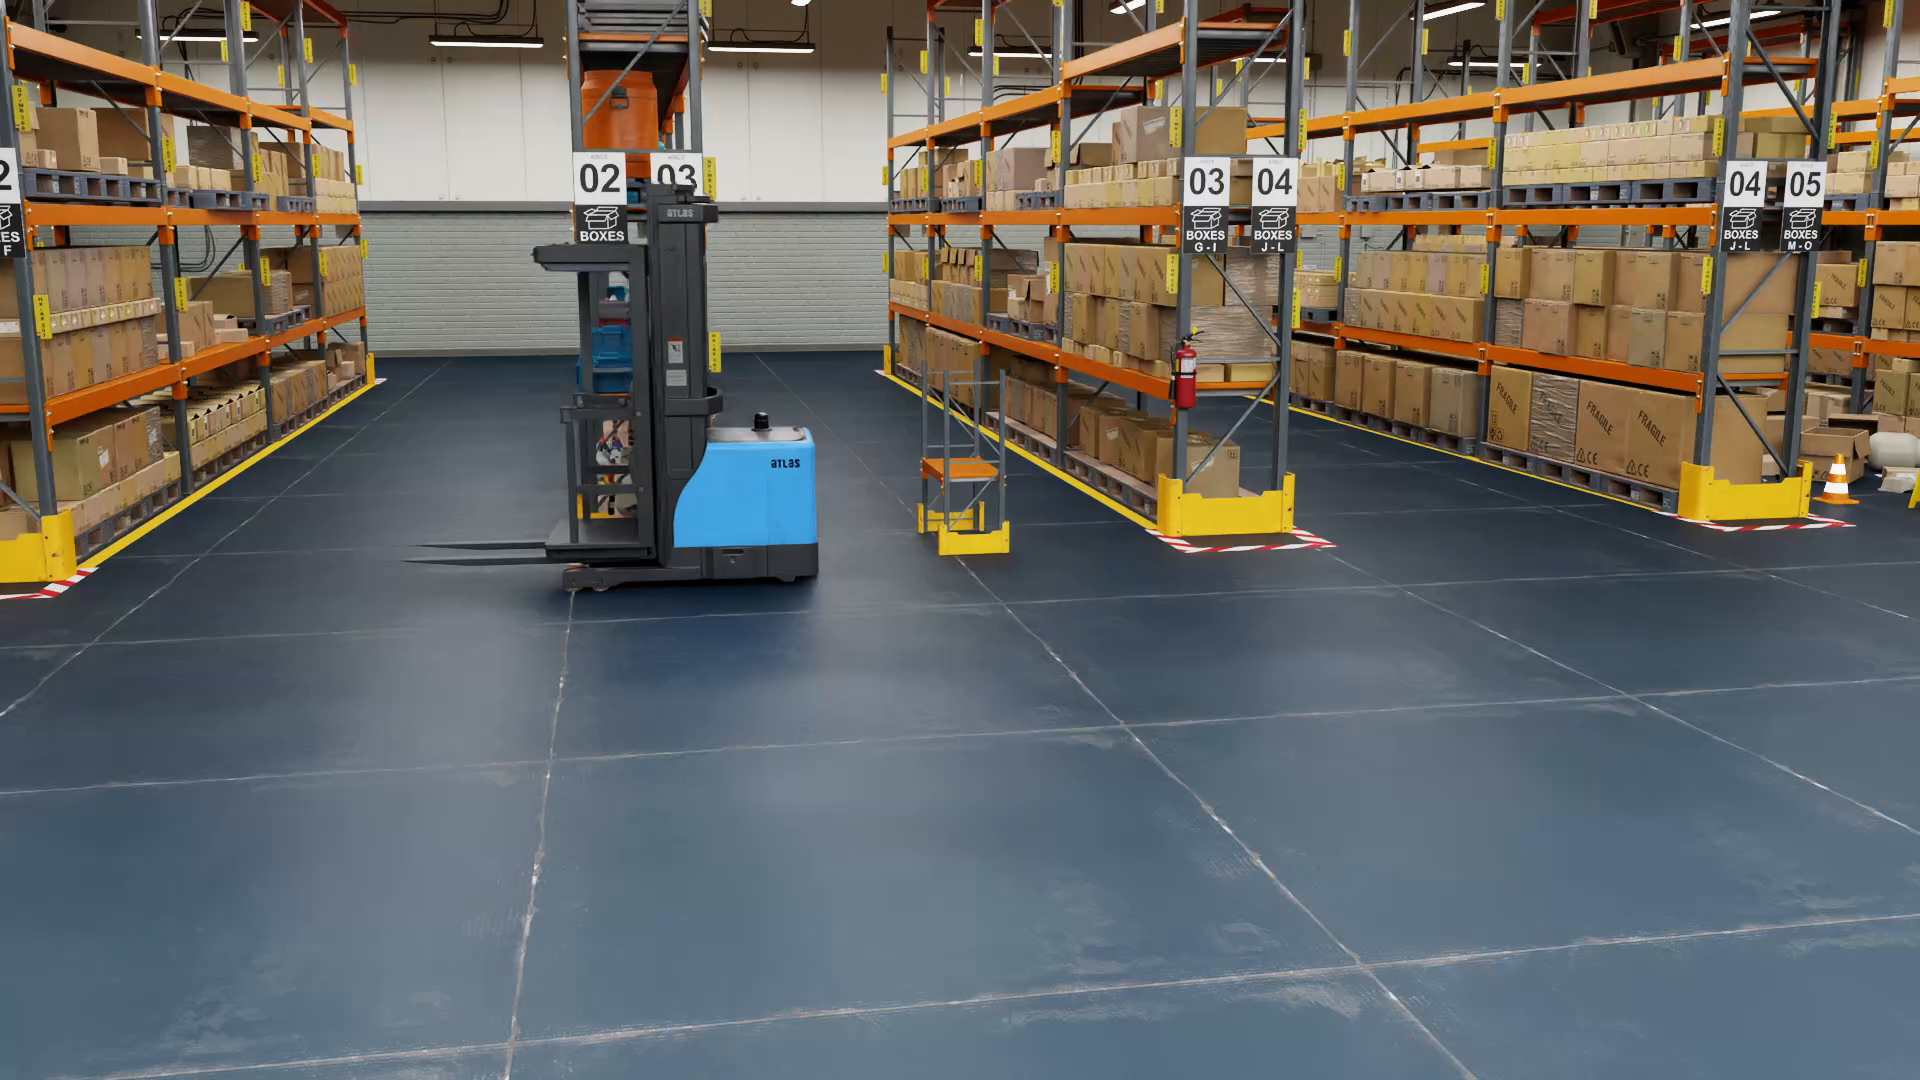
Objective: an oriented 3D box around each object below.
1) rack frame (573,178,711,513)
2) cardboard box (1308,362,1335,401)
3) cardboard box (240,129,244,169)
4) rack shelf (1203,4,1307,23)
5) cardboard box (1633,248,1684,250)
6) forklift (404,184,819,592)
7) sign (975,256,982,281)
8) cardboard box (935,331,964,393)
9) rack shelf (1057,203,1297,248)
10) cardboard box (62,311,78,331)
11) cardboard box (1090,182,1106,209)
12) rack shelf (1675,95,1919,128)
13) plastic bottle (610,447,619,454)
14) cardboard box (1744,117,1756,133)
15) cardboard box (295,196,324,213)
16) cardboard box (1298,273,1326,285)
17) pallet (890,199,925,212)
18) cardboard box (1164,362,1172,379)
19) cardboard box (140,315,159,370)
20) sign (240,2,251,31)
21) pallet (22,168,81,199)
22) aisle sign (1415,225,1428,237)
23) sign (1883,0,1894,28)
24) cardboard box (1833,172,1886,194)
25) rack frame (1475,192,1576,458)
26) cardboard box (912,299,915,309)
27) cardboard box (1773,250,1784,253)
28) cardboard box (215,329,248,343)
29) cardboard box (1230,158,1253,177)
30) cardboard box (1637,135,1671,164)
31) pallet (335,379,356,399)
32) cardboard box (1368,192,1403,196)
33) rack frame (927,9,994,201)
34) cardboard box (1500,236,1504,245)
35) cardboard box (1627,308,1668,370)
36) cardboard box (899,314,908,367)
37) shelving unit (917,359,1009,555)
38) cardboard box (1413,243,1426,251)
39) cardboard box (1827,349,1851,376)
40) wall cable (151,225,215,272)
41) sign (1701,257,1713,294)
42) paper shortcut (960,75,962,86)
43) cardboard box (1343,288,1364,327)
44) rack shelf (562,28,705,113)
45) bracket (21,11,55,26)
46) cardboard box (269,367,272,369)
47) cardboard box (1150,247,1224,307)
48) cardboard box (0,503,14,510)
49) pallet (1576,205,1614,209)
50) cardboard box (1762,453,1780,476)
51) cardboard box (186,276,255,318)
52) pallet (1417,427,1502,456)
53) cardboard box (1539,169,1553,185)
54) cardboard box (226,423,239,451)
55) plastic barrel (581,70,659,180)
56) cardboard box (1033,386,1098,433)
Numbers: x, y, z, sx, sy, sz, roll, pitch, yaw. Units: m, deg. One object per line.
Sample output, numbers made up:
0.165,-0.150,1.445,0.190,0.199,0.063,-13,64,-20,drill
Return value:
-2.517,-1.359,13.312,1.000,3.000,0.127,-2,11,-11,rack frame
5.286,-2.257,23.596,0.500,0.500,0.500,-2,11,-11,cardboard box
-9.111,-4.834,20.608,0.500,0.500,0.500,-2,11,-11,cardboard box
4.503,-8.495,27.795,1.077,0.370,4.000,-2,11,-11,rack shelf
10.149,-3.992,24.206,0.500,0.500,0.500,-2,11,-13,cardboard box
-2.621,-1.165,12.478,3.031,2.935,1.130,-1,11,-7,forklift
0.241,-3.554,21.750,0.100,0.325,0.005,-2,11,-11,sign
0.326,-2.622,24.507,1.225,0.875,0.875,-3,11,-13,cardboard box
1.952,-3.026,15.973,1.077,0.370,4.000,-2,11,-11,rack shelf
-7.390,-1.767,13.457,0.380,0.149,0.250,-2,11,-12,cardboard box
1.593,-3.392,16.374,0.500,0.250,0.500,-3,11,-13,cardboard box
10.895,-5.397,21.477,1.077,0.370,4.000,-2,11,-11,rack shelf
-3.399,-0.783,16.407,0.097,0.271,0.097,0,11,0,plastic bottle
7.426,-3.817,15.353,0.380,0.149,0.250,-2,11,-11,cardboard box
-9.562,-4.878,24.182,0.500,0.250,0.500,-2,11,-11,cardboard box
5.027,-3.710,23.626,0.380,0.149,0.250,-2,11,-9,cardboard box
-0.616,-5.768,28.691,1.003,0.211,1.213,-2,11,-11,pallet
2.035,-1.506,14.758,0.380,0.149,0.250,-2,11,-11,cardboard box
-8.062,-1.881,15.788,0.700,0.500,0.500,-2,11,-12,cardboard box
-8.389,-6.151,19.525,0.100,0.325,0.005,-2,11,-11,sign
-7.489,-2.740,12.783,1.003,0.211,1.213,-2,11,-11,pallet
8.652,-6.113,31.341,0.394,0.787,0.004,-2,11,-11,aisle sign
10.741,-6.095,19.232,0.100,0.325,0.005,-2,11,-11,sign
11.028,-4.341,20.236,0.500,0.250,0.500,-2,11,-12,cardboard box
6.448,-2.434,18.963,1.000,3.000,0.127,-2,11,-11,rack frame
-0.574,-3.849,27.068,0.380,0.149,0.250,-2,11,-10,cardboard box
11.101,-3.797,22.201,0.380,0.149,0.250,-3,11,-14,cardboard box
-8.487,-2.368,19.288,0.380,0.149,0.250,-2,11,-11,cardboard box
2.514,-3.193,14.264,0.380,0.149,0.250,-2,11,-11,cardboard box
6.760,-3.673,15.666,0.500,0.250,0.500,-2,11,-11,cardboard box
-10.084,-2.360,26.033,1.003,0.211,1.213,-2,11,-11,pallet
5.820,-4.805,23.129,0.500,0.500,0.500,-2,11,-11,cardboard box
0.007,-6.687,25.261,1.000,3.000,0.127,-2,11,-11,rack frame
9.372,-5.102,28.305,0.380,0.149,0.250,-2,11,-11,cardboard box
6.981,-1.941,15.970,0.875,0.550,0.550,-2,11,-11,cardboard box
-0.568,-3.521,29.234,0.875,0.875,0.875,-2,11,-11,cardboard box
0.015,-0.723,13.983,0.587,1.500,1.083,-2,11,-11,shelving unit
8.764,-5.276,30.950,0.500,0.500,0.500,-2,11,-12,cardboard box
14.676,-2.974,27.360,0.500,0.500,0.500,-2,11,-13,cardboard box
-16.096,-6.405,32.085,3.097,2.526,0.112,-2,11,-11,wall cable
6.691,-2.369,14.888,0.100,0.325,0.005,-2,11,-11,sign
0.013,-6.245,22.566,0.009,0.170,0.078,9,-22,-13,paper shortcut
5.493,-3.125,22.324,0.500,0.500,0.500,-2,11,-10,cardboard box
-2.906,-4.123,14.783,1.077,0.370,4.000,-2,11,-11,rack shelf
-16.799,-9.527,30.558,0.076,0.066,3.189,-2,11,-11,bracket
-9.651,-2.081,22.618,0.500,0.500,0.500,-2,11,-10,cardboard box
1.992,-2.317,14.611,0.500,0.500,0.500,-2,11,-11,cardboard box
-7.771,-0.122,13.048,0.500,0.250,0.500,-2,11,-11,cardboard box
10.108,-5.068,25.285,1.003,0.211,1.213,-2,11,-8,pallet
8.589,-0.843,17.914,0.396,0.266,0.258,0,11,-1,cardboard box
-9.166,-3.013,20.615,0.700,0.500,0.500,-6,12,-30,cardboard box
6.224,-1.203,19.953,1.003,0.211,1.213,-2,11,-11,pallet
6.333,-3.821,17.511,0.380,0.149,0.250,-2,11,-12,cardboard box
-8.290,-1.133,18.359,0.500,0.250,0.500,-2,11,-10,cardboard box
-2.736,-3.334,13.396,0.600,0.830,0.708,-2,11,-11,plastic barrel
1.281,-1.565,19.904,0.700,0.500,0.500,-3,11,-16,cardboard box
